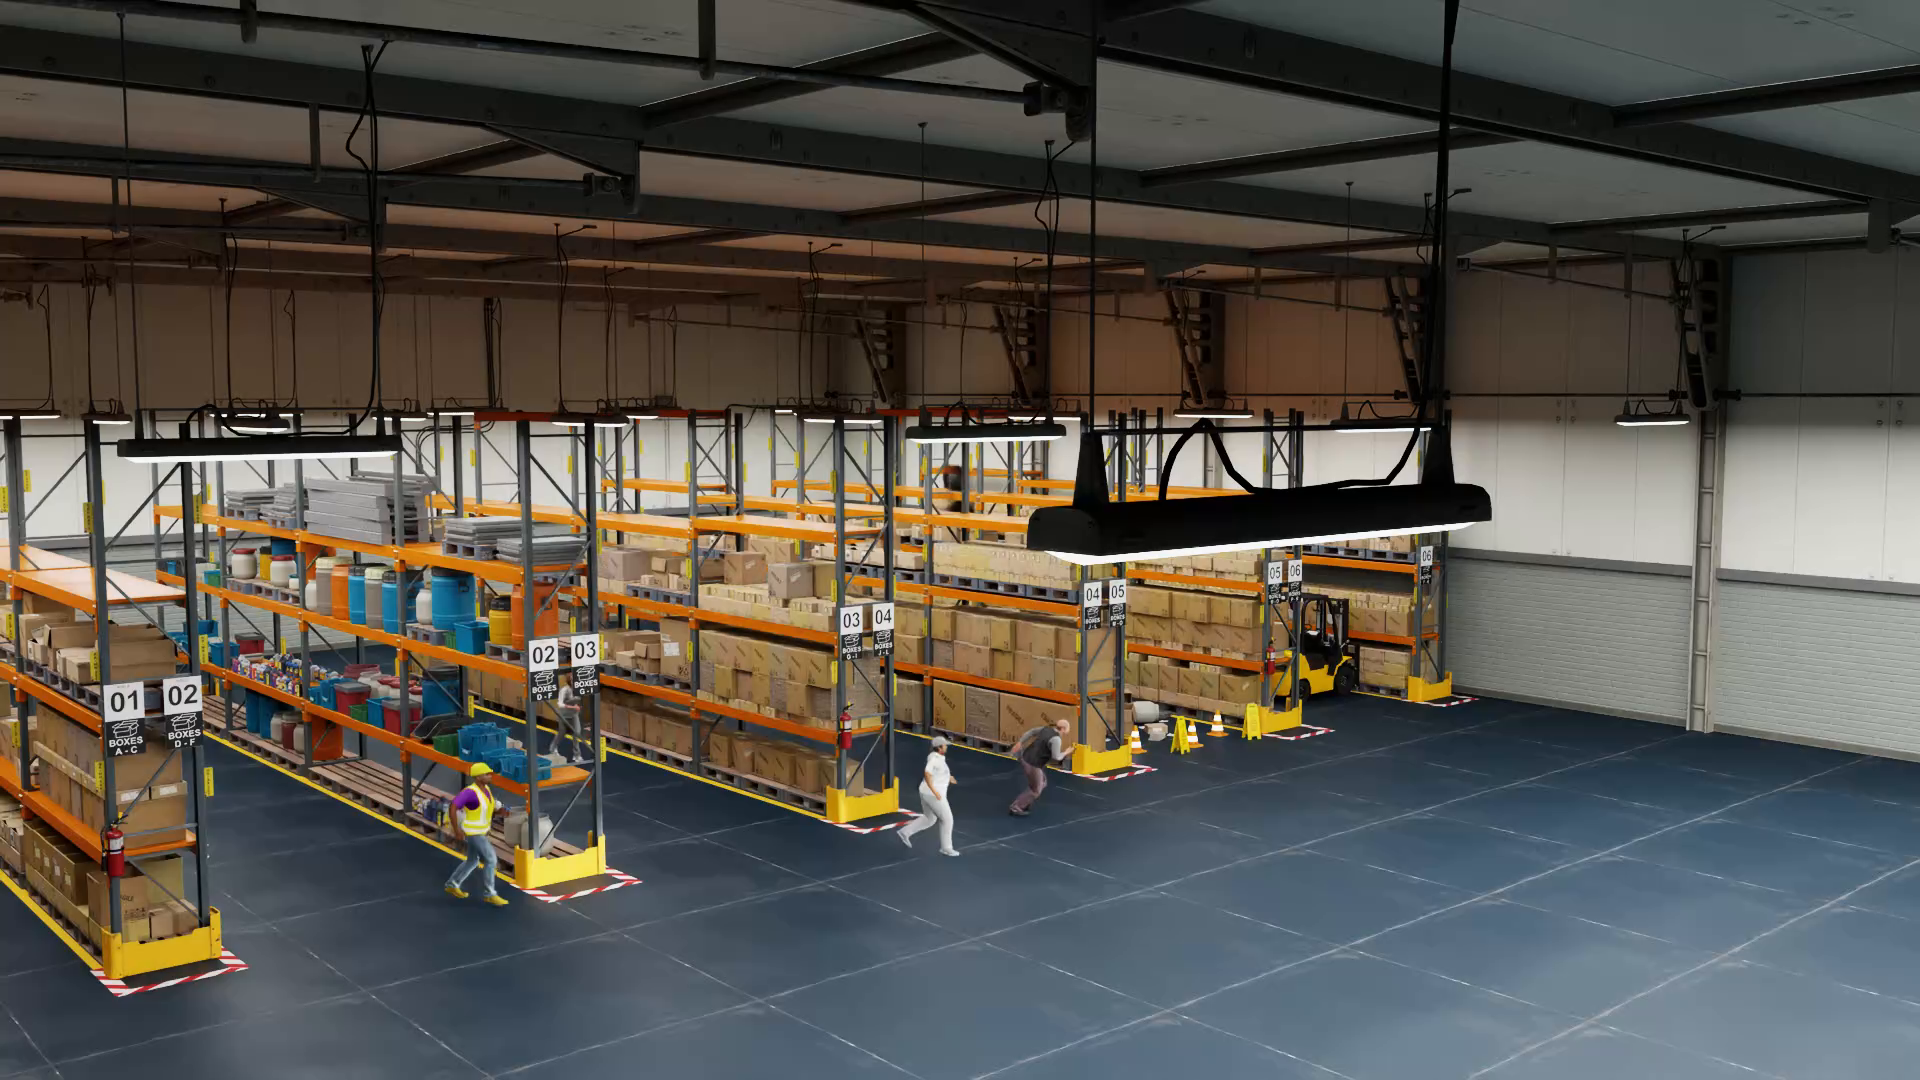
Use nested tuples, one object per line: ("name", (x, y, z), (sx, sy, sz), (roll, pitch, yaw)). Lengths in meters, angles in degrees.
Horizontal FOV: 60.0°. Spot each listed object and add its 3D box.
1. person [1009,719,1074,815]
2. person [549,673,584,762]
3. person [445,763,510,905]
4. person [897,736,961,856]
("person", (1.226, 3.416, 24.972), (0.976, 1.457, 0.639), (-1, 5, -16))
("person", (-6.764, 3.037, 28.596), (0.894, 1.567, 0.531), (5, 7, 42))
("person", (-6.016, 3.631, 20.619), (0.833, 1.760, 0.709), (0, 5, 2))
("person", (-0.426, 3.524, 22.811), (0.875, 1.675, 0.585), (-1, 5, -10))
